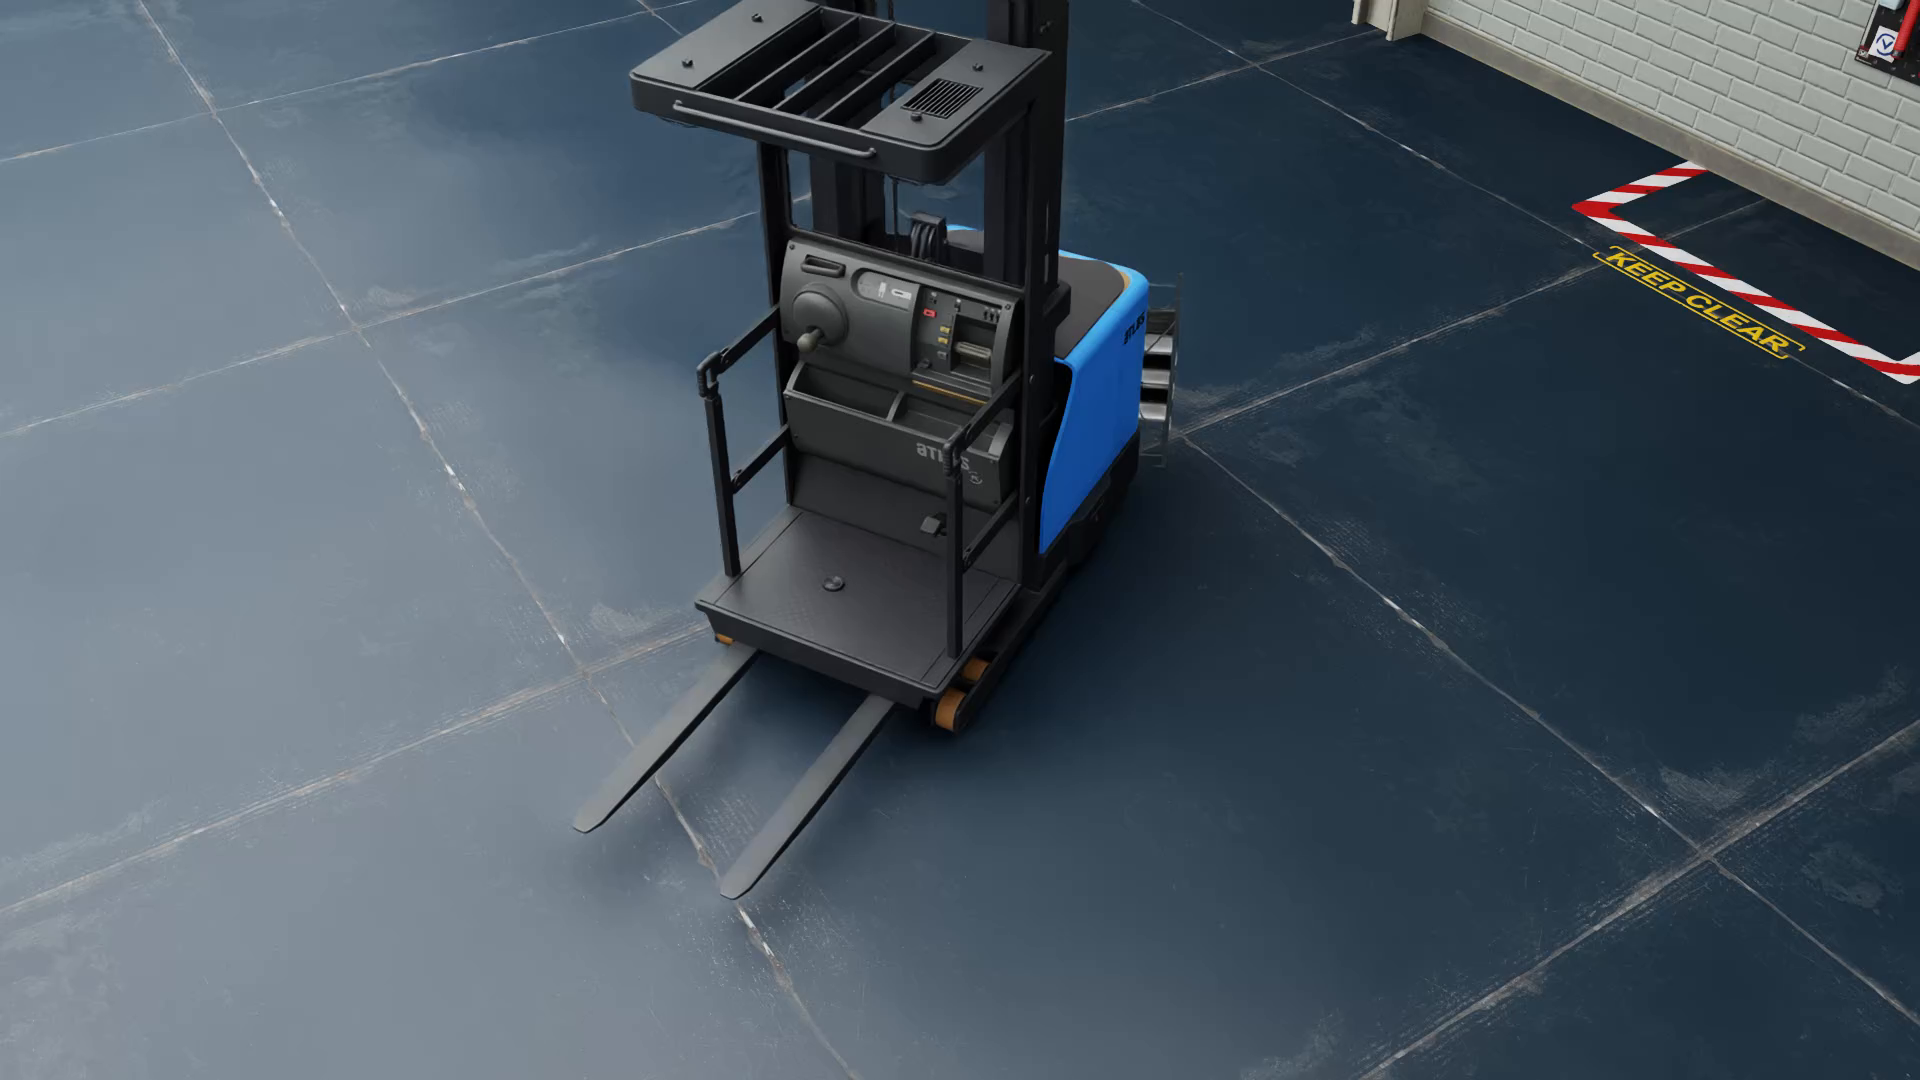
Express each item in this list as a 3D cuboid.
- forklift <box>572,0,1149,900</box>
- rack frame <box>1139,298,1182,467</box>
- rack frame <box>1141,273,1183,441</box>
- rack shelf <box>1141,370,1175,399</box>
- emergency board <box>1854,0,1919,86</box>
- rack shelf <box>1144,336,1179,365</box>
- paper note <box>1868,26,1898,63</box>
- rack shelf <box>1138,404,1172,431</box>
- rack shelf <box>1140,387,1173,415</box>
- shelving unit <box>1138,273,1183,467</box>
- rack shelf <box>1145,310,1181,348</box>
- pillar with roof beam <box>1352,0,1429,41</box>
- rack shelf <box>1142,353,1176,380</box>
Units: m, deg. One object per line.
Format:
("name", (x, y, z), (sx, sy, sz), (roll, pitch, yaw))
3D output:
("forklift", (-0.332, -0.724, 5.830), (1.130, 2.935, 3.031), (19, 43, 21))
("rack frame", (0.825, -0.692, 7.377), (0.240, 0.900, 0.006), (4, 40, 5))
("rack frame", (0.850, -0.821, 7.532), (0.240, 0.900, 0.006), (4, 40, 5))
("rack shelf", (0.838, -0.731, 7.476), (0.258, 0.077, 0.200), (4, 40, 5))
("emergency board", (4.888, -2.817, 8.287), (0.194, 1.169, 0.643), (-22, 45, -24))
("rack shelf", (0.838, -0.869, 7.361), (0.258, 0.077, 0.200), (4, 40, 5))
("paper note", (4.851, -2.598, 8.713), (0.016, 0.148, 0.142), (-22, 45, -24))
("rack shelf", (0.838, -0.592, 7.591), (0.258, 0.077, 0.200), (4, 40, 5))
("rack shelf", (0.838, -0.662, 7.533), (0.258, 0.077, 0.200), (4, 40, 5))
("shelving unit", (0.838, -0.756, 7.454), (0.258, 0.900, 0.210), (4, 40, 5))
("rack shelf", (0.838, -0.938, 7.303), (0.258, 0.077, 0.200), (4, 40, 5))
("pillar with roof beam", (-0.671, -5.531, 6.858), (9.100, 9.000, 0.400), (-22, 45, -24))
("rack shelf", (0.838, -0.800, 7.418), (0.258, 0.077, 0.200), (4, 40, 5))
